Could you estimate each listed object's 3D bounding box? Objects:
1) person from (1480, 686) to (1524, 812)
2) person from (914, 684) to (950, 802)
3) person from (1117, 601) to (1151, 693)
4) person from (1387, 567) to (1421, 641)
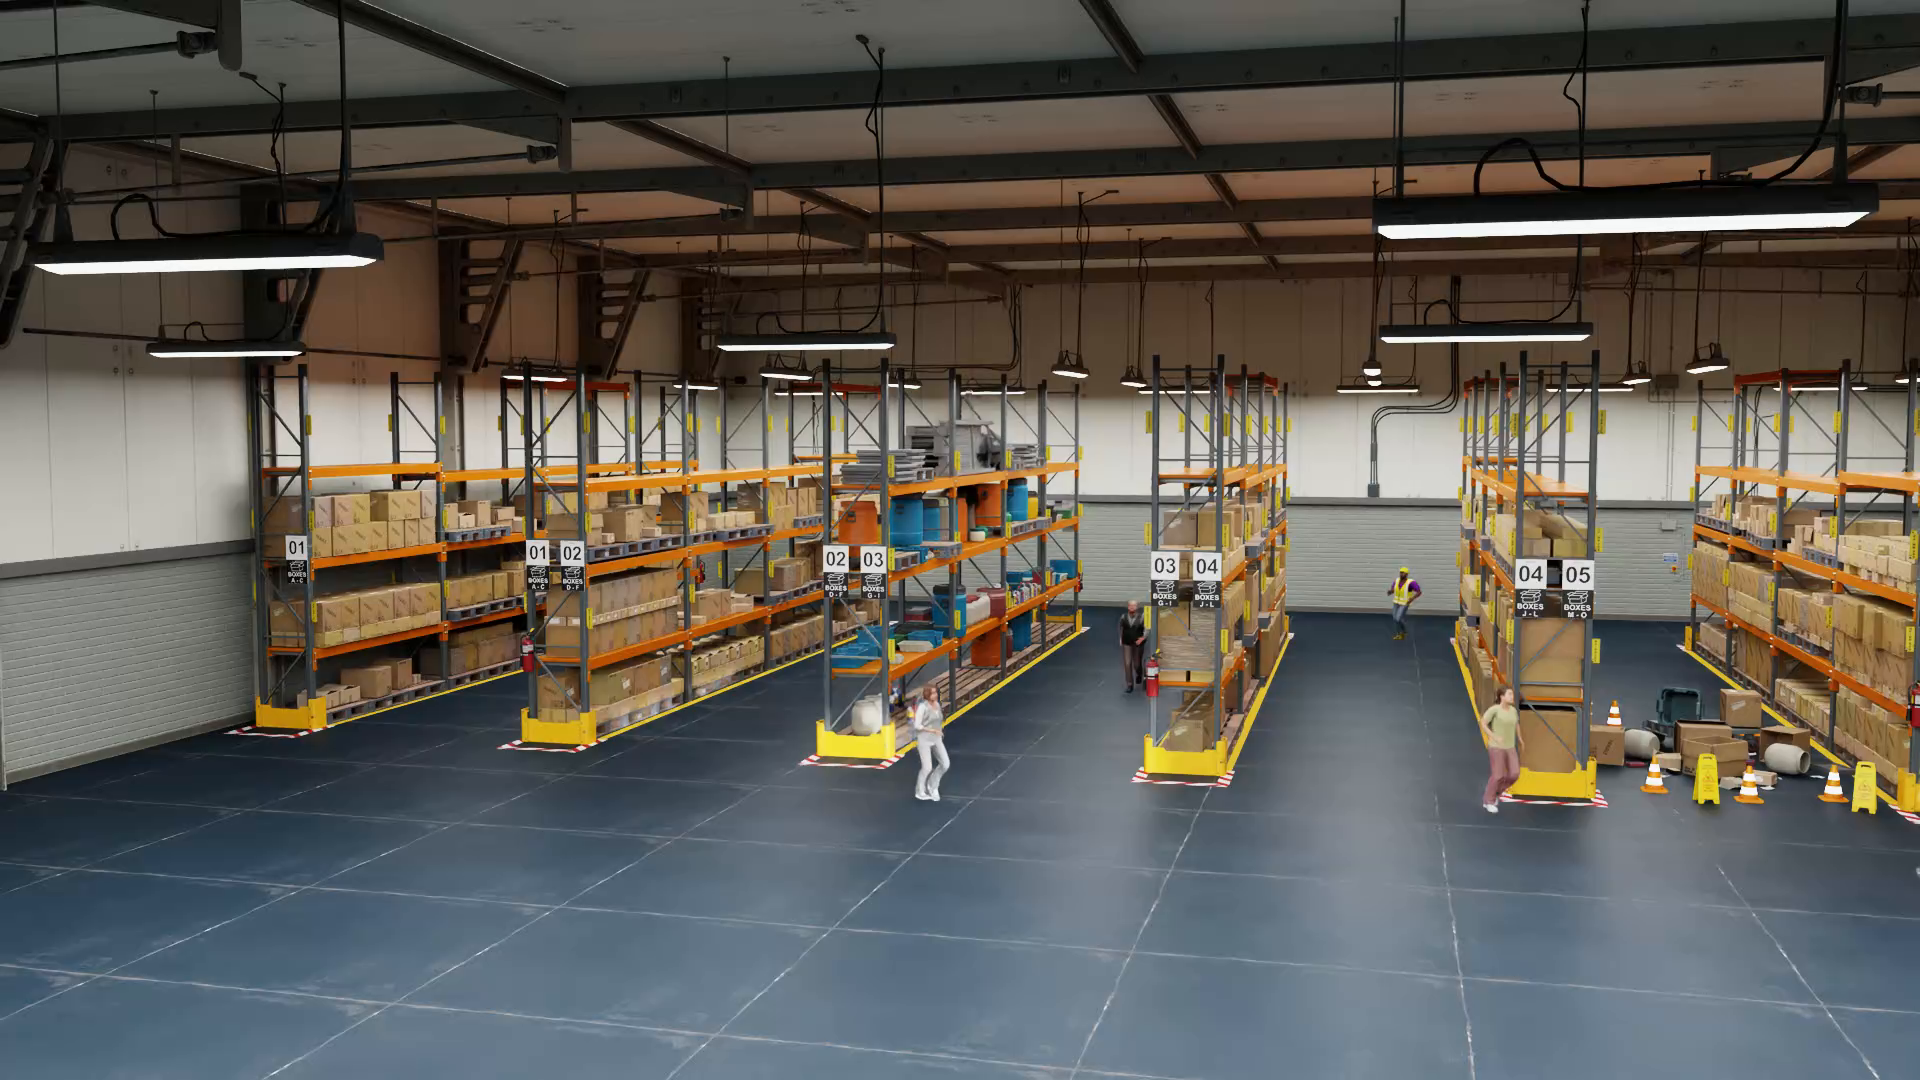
[{"bbox_3d":[7.075,2.714,21.571,0.650,1.615,0.502,-1,4,-20],"label":"person"},{"bbox_3d":[-0.381,2.695,21.978,0.540,1.583,0.628,-4,5,-42],"label":"person"},{"bbox_3d":[3.280,1.995,31.424,0.673,1.720,0.819,1,4,14],"label":"person"},{"bbox_3d":[10.207,1.491,38.432,0.630,1.735,0.709,-3,5,-38],"label":"person"}]
